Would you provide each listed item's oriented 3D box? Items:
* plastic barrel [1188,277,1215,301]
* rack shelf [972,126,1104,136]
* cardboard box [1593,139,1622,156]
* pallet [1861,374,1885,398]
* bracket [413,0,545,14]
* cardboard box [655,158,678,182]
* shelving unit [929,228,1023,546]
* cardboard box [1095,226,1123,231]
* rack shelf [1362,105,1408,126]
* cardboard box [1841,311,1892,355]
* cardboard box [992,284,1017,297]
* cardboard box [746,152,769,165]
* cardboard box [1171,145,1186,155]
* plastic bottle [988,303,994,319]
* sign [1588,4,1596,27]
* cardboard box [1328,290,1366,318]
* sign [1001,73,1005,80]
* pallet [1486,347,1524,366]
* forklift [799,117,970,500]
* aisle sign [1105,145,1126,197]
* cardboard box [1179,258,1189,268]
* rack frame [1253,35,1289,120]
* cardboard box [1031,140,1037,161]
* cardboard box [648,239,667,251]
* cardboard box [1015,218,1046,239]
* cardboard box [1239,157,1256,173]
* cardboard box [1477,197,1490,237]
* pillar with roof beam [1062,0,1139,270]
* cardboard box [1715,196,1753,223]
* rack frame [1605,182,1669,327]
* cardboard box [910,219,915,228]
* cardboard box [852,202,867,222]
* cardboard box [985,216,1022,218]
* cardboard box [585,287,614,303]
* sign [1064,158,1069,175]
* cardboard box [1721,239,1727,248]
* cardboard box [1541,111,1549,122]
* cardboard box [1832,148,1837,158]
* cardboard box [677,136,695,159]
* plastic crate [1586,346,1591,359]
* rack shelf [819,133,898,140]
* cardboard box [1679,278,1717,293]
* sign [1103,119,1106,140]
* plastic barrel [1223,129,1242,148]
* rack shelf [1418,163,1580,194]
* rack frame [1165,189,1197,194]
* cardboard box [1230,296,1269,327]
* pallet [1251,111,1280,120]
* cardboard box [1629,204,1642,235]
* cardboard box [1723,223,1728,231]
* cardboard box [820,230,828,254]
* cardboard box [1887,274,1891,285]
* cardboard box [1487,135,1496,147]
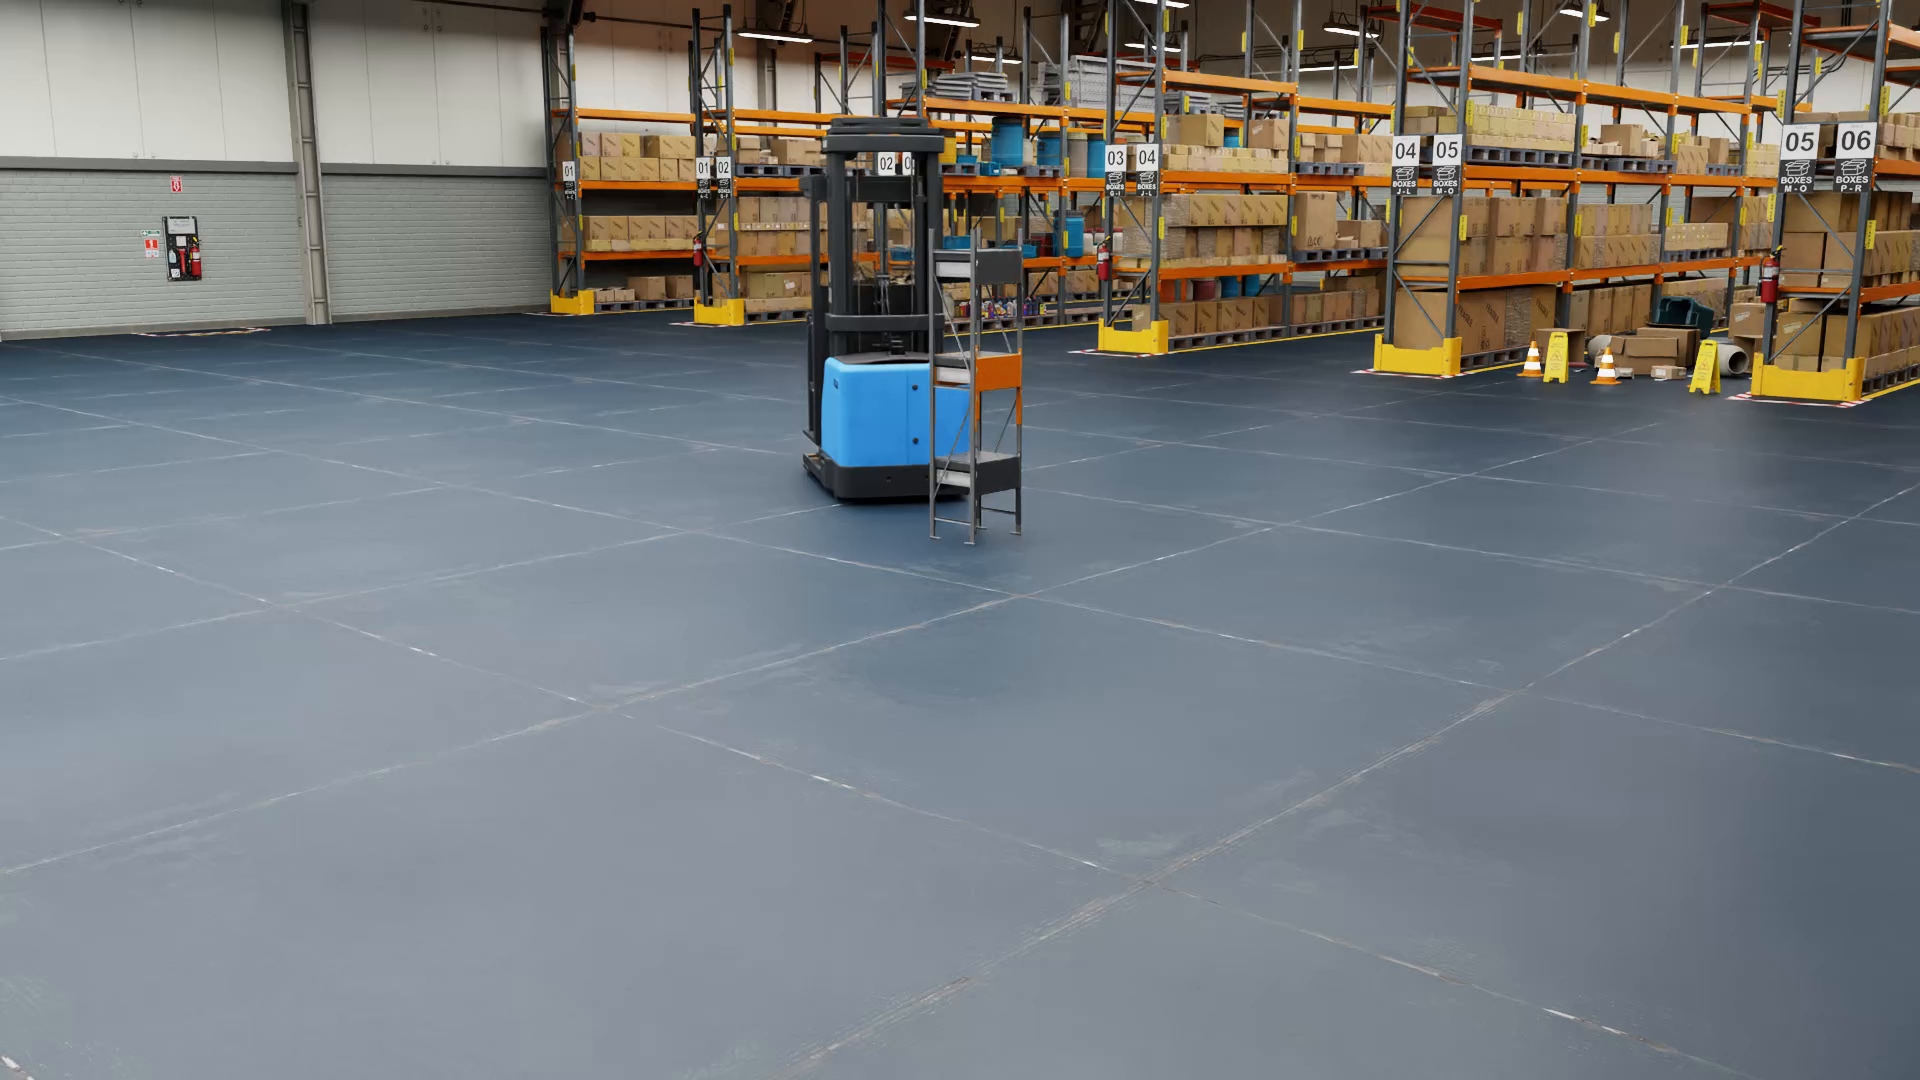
[{"bbox_3d":[5.317,-5.550,36.632,0.600,0.588,0.708,10,15,40],"label":"plastic barrel"},{"bbox_3d":[1.863,-9.615,39.439,1.077,0.370,4.000,10,15,40],"label":"rack shelf"},{"bbox_3d":[10.395,-6.309,26.706,0.396,0.266,0.258,10,15,40],"label":"cardboard box"},{"bbox_3d":[10.758,-1.947,20.625,1.003,0.211,1.213,10,15,40],"label":"pallet"},{"bbox_3d":[-10.369,-10.824,33.444,0.076,0.066,4.783,10,15,40],"label":"bracket"},{"bbox_3d":[-6.650,-8.243,37.066,0.500,0.500,0.500,9,14,38],"label":"cardboard box"},{"bbox_3d":[0.109,-1.054,11.334,0.431,2.100,0.503,10,15,40],"label":"shelving unit"},{"bbox_3d":[3.724,-7.605,41.579,0.500,0.500,0.500,10,15,42],"label":"cardboard box"},{"bbox_3d":[9.302,-8.333,33.023,1.077,0.370,4.000,10,15,40],"label":"rack shelf"},{"bbox_3d":[11.242,-2.577,20.696,0.500,0.500,0.500,9,14,38],"label":"cardboard box"},{"bbox_3d":[1.058,-5.947,38.795,0.500,0.500,0.500,11,15,43],"label":"cardboard box"},{"bbox_3d":[-4.176,-7.626,33.235,0.500,0.250,0.500,10,15,40],"label":"cardboard box"},{"bbox_3d":[3.300,-6.098,25.998,0.380,0.149,0.250,10,15,42],"label":"cardboard box"},{"bbox_3d":[0.574,-4.251,30.853,0.061,0.283,0.133,10,15,41],"label":"plastic bottle"},{"bbox_3d":[9.401,-7.804,24.724,0.100,0.325,0.005,10,15,40],"label":"sign"},{"bbox_3d":[7.198,-4.452,31.306,0.700,0.500,0.500,8,14,36],"label":"cardboard box"},{"bbox_3d":[0.962,-10.334,37.392,0.100,0.325,0.005,10,15,40],"label":"sign"},{"bbox_3d":[7.634,-2.752,24.657,1.003,0.211,1.213,10,15,40],"label":"pallet"},{"bbox_3d":[-0.733,-1.991,13.905,1.130,2.935,3.031,-3,12,-13],"label":"forklift"},{"bbox_3d":[2.435,-5.774,26.029,0.394,0.787,0.004,10,15,40],"label":"aisle sign"},{"bbox_3d":[3.424,-4.426,26.561,0.380,0.149,0.250,10,15,40],"label":"cardboard box"},{"bbox_3d":[6.902,-9.817,37.593,1.000,3.000,0.127,10,15,40],"label":"rack frame"},{"bbox_3d":[1.509,-9.151,39.110,0.500,0.500,0.500,10,15,40],"label":"cardboard box"},{"bbox_3d":[-6.893,-6.584,37.055,0.500,0.250,0.500,10,15,41],"label":"cardboard box"},{"bbox_3d":[1.621,-7.399,39.479,0.500,0.500,0.700,-9,14,-37],"label":"cardboard box"},{"bbox_3d":[4.551,-6.203,27.541,0.500,0.250,0.500,10,15,40],"label":"cardboard box"},{"bbox_3d":[6.928,-4.558,23.442,0.875,0.550,0.550,10,15,40],"label":"cardboard box"},{"bbox_3d":[6.466,-11.639,46.715,9.100,9.000,0.548,10,15,40],"label":"pillar with roof beam"},{"bbox_3d":[14.762,-6.299,31.727,0.500,0.500,0.500,10,15,42],"label":"cardboard box"},{"bbox_3d":[11.641,-4.990,28.743,1.000,3.000,0.127,10,15,40],"label":"rack frame"},{"bbox_3d":[-1.323,-8.111,43.303,0.500,0.500,0.500,10,15,40],"label":"cardboard box"},{"bbox_3d":[-2.386,-6.958,35.029,0.700,0.500,0.500,10,15,41],"label":"cardboard box"},{"bbox_3d":[1.299,-8.707,46.585,0.980,0.700,0.700,10,15,40],"label":"cardboard box"},{"bbox_3d":[-7.937,-5.378,36.426,0.500,0.311,0.500,8,14,34],"label":"cardboard box"},{"bbox_3d":[2.027,-7.101,31.629,0.100,0.325,0.005,10,15,40],"label":"sign"},{"bbox_3d":[14.168,-5.577,31.252,0.380,0.149,0.250,9,15,39],"label":"cardboard box"},{"bbox_3d":[8.330,-6.151,24.175,0.380,0.149,0.250,10,15,41],"label":"cardboard box"},{"bbox_3d":[10.511,-4.700,20.273,0.380,0.149,0.250,10,15,42],"label":"cardboard box"},{"bbox_3d":[-6.304,-8.808,37.340,0.500,0.500,0.500,11,16,43],"label":"cardboard box"},{"bbox_3d":[9.870,-2.856,25.090,0.662,0.188,0.450,-4,2,-18],"label":"plastic crate"},{"bbox_3d":[-1.860,-10.255,42.642,1.077,0.370,4.000,10,15,40],"label":"rack shelf"},{"bbox_3d":[13.630,-4.710,30.737,0.500,0.250,0.500,11,16,43],"label":"cardboard box"},{"bbox_3d":[2.297,-6.449,26.129,0.100,0.325,0.005,10,15,40],"label":"sign"},{"bbox_3d":[5.890,-8.527,36.440,0.600,0.901,0.708,10,15,40],"label":"plastic barrel"},{"bbox_3d":[7.680,-5.225,24.100,1.077,0.370,4.000,10,15,40],"label":"rack shelf"},{"bbox_3d":[5.824,-8.104,44.336,1.000,3.000,0.127,10,15,40],"label":"rack frame"},{"bbox_3d":[5.047,-3.984,29.016,0.500,0.500,0.500,9,15,39],"label":"cardboard box"},{"bbox_3d":[6.378,-9.402,37.021,1.003,0.211,1.213,10,15,40],"label":"pallet"},{"bbox_3d":[11.004,-5.390,27.937,0.700,0.500,0.500,9,15,40],"label":"cardboard box"},{"bbox_3d":[14.163,-5.869,31.192,0.380,0.149,0.250,11,16,43],"label":"cardboard box"},{"bbox_3d":[-3.063,-6.170,34.396,0.700,0.500,0.500,10,15,41],"label":"cardboard box"},{"bbox_3d":[11.264,-3.229,20.568,0.380,0.149,0.250,10,15,42],"label":"cardboard box"},{"bbox_3d":[7.160,-5.499,22.947,0.380,0.149,0.250,10,15,41],"label":"cardboard box"}]
